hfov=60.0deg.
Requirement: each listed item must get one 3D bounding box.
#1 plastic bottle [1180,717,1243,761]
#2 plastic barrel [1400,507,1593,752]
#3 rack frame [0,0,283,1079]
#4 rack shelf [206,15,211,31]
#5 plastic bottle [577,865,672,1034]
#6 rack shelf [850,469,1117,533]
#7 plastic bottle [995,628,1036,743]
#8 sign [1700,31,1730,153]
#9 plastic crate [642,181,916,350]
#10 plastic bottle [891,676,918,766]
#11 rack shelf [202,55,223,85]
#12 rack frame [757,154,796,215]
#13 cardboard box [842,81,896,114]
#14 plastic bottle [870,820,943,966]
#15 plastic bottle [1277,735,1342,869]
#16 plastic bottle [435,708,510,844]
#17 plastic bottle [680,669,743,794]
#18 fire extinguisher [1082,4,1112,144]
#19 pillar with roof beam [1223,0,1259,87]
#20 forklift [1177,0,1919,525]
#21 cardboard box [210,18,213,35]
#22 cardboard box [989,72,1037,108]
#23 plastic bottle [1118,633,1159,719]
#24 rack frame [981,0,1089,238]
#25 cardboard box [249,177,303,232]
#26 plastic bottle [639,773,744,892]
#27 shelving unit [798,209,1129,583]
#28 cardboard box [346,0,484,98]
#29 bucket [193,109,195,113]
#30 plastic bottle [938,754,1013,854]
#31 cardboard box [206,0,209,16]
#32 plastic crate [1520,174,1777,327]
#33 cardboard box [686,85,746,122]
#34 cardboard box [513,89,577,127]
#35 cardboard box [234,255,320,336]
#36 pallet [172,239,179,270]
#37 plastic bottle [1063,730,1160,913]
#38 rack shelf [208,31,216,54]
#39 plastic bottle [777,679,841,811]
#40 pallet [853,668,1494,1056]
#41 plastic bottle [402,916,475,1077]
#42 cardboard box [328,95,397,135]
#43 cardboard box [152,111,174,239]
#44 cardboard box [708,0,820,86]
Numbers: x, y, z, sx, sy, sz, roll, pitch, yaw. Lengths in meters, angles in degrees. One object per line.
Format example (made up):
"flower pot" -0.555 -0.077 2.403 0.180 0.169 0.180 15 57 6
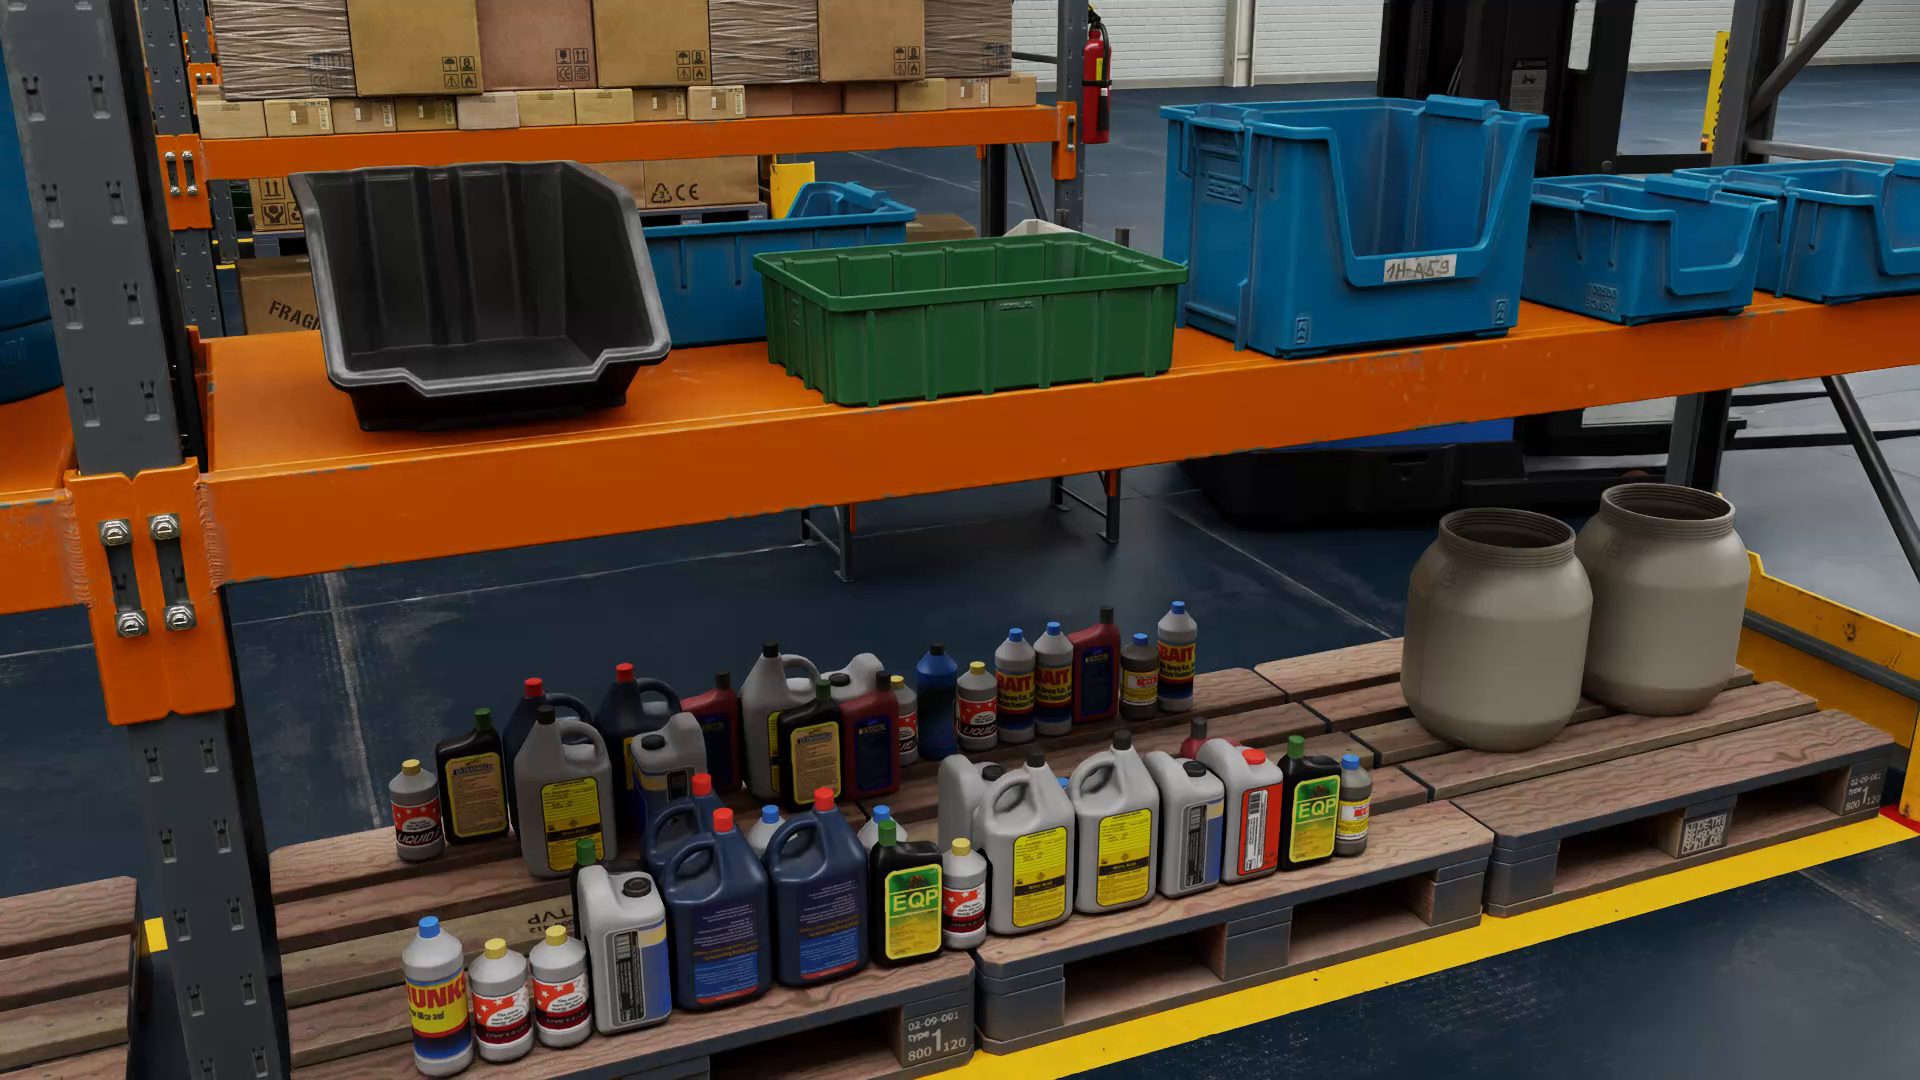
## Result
"plastic bottle" 0.529 0.503 3.506 0.133 0.283 0.061 -8 21 -22
"plastic barrel" 1.293 0.212 4.016 0.421 0.512 0.421 0 19 0
"rack frame" -1.346 -0.413 2.677 0.127 3.000 1.000 -8 21 -22
"rack shelf" -7.366 -6.382 20.714 4.000 0.370 1.077 -8 21 -22
"plastic bottle" -0.594 0.705 2.941 0.135 0.276 0.152 -7 21 -20
"rack shelf" -0.006 -0.299 5.914 1.000 0.278 0.538 -8 21 -22
"plastic bottle" 0.132 0.342 3.979 0.097 0.271 0.097 0 19 0
"sign" 2.113 -1.238 4.604 0.005 0.325 0.100 -8 21 -22
"plastic crate" -0.437 -0.571 3.351 0.616 0.251 0.499 -8 21 -22
"plastic bottle" -0.148 0.415 3.877 0.097 0.201 0.097 0 19 0
"rack shelf" -3.343 -3.373 12.167 4.000 0.370 1.077 -8 21 -22
"rack frame" -1.507 -3.975 12.795 0.127 3.000 1.000 -8 21 -22
"cardboard box" -0.490 -2.121 7.907 0.250 0.149 0.380 -8 21 -22
"plastic bottle" -0.099 0.648 3.094 0.133 0.283 0.061 -7 21 -20
"plastic bottle" 0.714 0.531 3.425 0.133 0.283 0.061 -8 21 -21
"plastic bottle" -1.035 0.497 3.521 0.133 0.283 0.061 -7 21 -19
"plastic bottle" -0.560 0.429 3.714 0.133 0.283 0.061 -7 20 -18
"fire extinguisher" 0.653 -2.287 8.118 0.183 0.674 0.296 -8 21 -22
"pillar with roof beam" 6.197 -10.263 21.621 0.400 9.000 9.100 -8 21 -22
"forklift" 2.402 -1.648 6.289 3.031 2.935 1.130 -3 20 -9
"cardboard box" -6.817 -4.770 15.432 0.250 0.149 0.380 -8 21 -22
"cardboard box" 0.185 -2.230 8.218 0.250 0.149 0.380 -8 21 -22
"plastic bottle" 0.444 0.331 4.117 0.097 0.201 0.097 0 19 0
"rack frame" 0.365 -2.449 8.461 0.127 3.000 1.000 -8 21 -22
"cardboard box" -4.575 -2.706 11.758 0.875 0.875 0.875 -8 21 -21
"plastic bottle" -0.498 0.606 3.111 0.185 0.351 0.144 -8 21 -22
"shelving unit" -0.006 -0.530 5.833 1.048 1.125 0.538 -8 21 -22
"cardboard box" -2.397 -2.206 7.172 0.500 0.500 0.875 -8 21 -22
"bucket" -5.968 -3.343 13.639 0.620 0.611 0.726 -11 20 0
"plastic bottle" 0.041 0.562 3.347 0.135 0.276 0.152 -8 21 -22
"cardboard box" -8.692 -6.484 19.771 0.500 0.500 0.500 -9 21 -23
"plastic crate" 1.387 -0.628 3.513 0.408 0.251 0.499 -8 21 -22
"cardboard box" -1.151 -2.001 7.567 0.250 0.149 0.380 -8 21 -22
"cardboard box" -1.853 -1.913 7.317 0.250 0.149 0.380 -8 21 -22
"cardboard box" -2.925 -0.982 7.427 0.500 0.500 0.500 -9 21 -24
"pallet" -5.858 -2.009 11.410 1.213 0.211 1.003 -8 21 -22
"plastic bottle" 0.294 0.544 3.285 0.185 0.351 0.144 -7 21 -20
"rack shelf" -5.397 -4.869 16.417 4.000 0.370 1.077 -8 21 -22
"plastic bottle" -0.332 0.449 3.659 0.133 0.283 0.061 -8 21 -22
"pallet" 0.409 0.665 3.815 1.213 0.211 1.003 -8 21 -22
"plastic bottle" -0.880 0.759 2.797 0.097 0.271 0.097 0 19 0
"cardboard box" -2.538 -1.811 7.028 0.250 0.149 0.380 -8 21 -22
"cardboard box" -5.714 -2.477 11.295 0.750 0.750 1.050 -8 21 -22
"cardboard box" -1.039 -2.418 7.774 0.500 0.500 0.875 -8 21 -22
